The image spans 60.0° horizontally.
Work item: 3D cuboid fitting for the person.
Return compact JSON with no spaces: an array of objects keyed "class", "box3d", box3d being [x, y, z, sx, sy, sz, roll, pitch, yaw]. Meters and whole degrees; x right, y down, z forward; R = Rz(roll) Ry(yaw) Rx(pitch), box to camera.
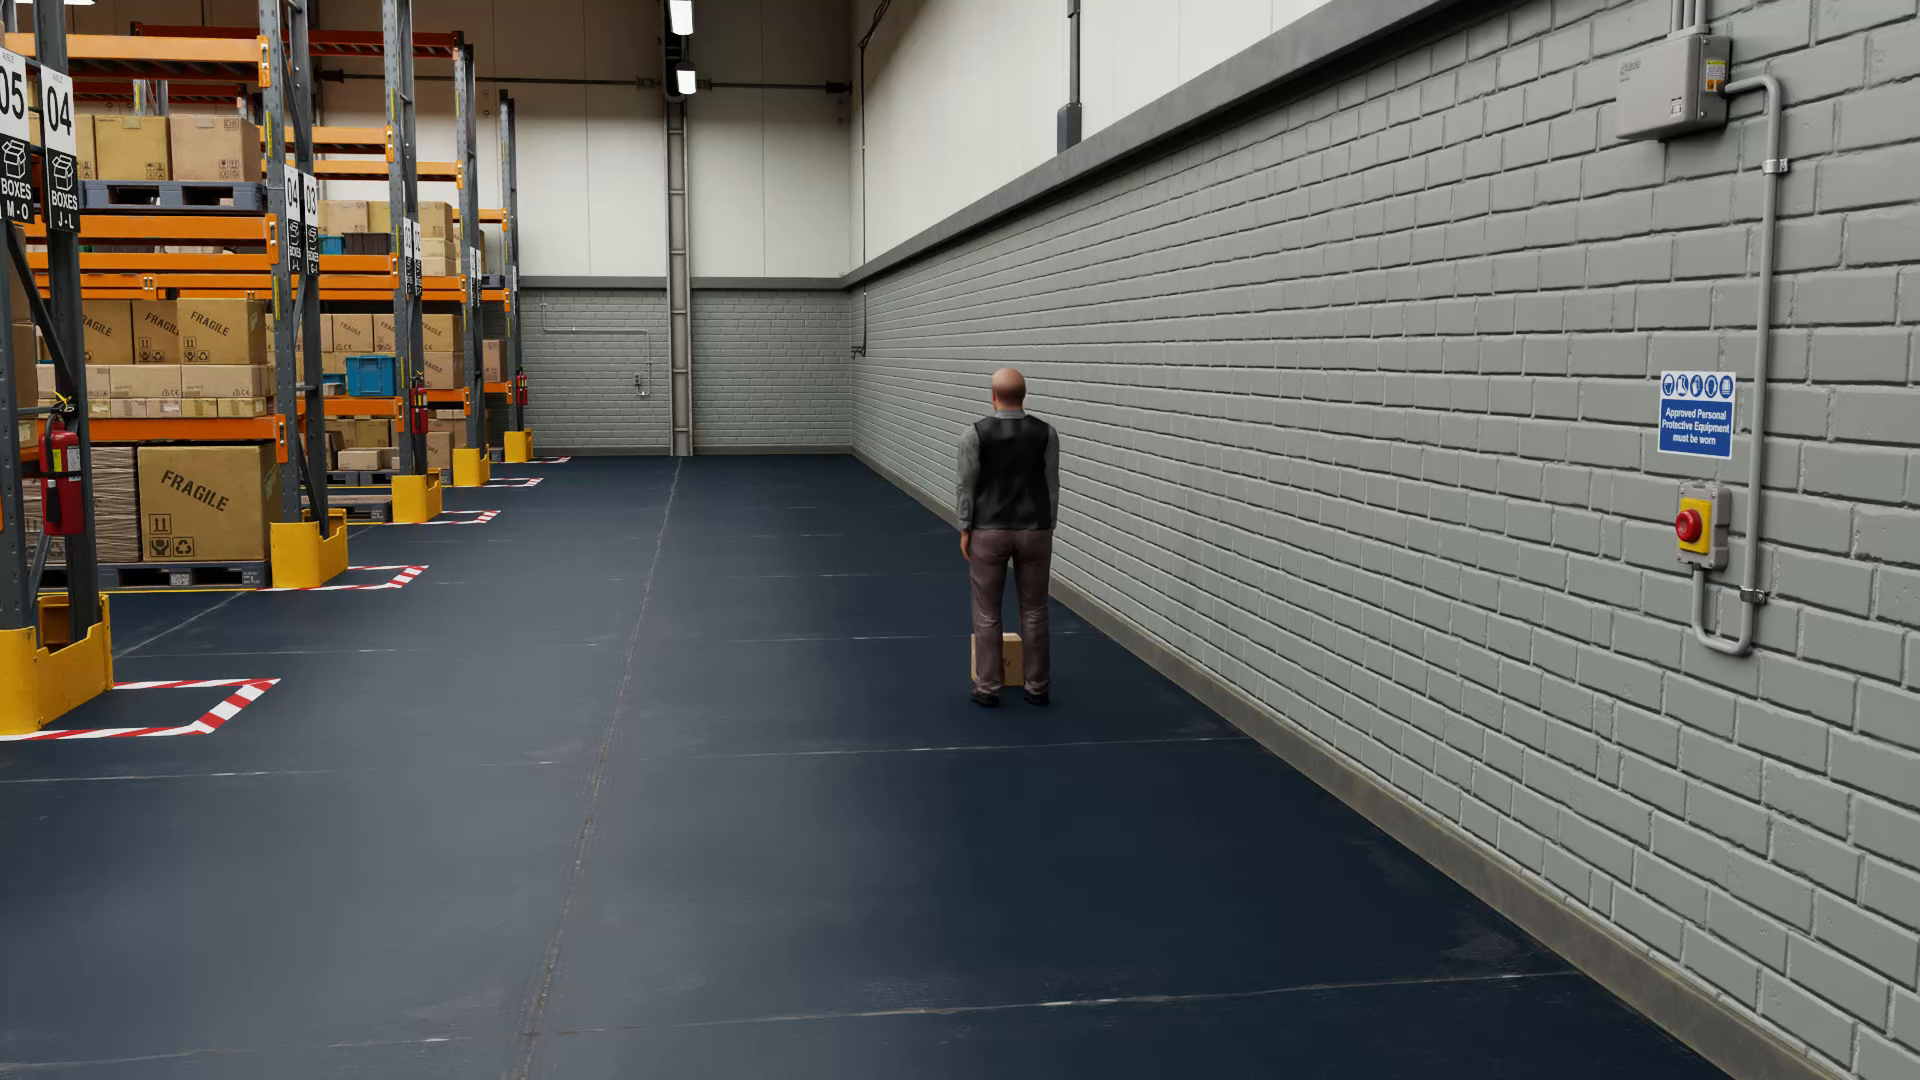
[{"class":"person","box3d":[0.239,-0.015,8.493,0.533,1.714,0.359,-1,6,-8]}]
